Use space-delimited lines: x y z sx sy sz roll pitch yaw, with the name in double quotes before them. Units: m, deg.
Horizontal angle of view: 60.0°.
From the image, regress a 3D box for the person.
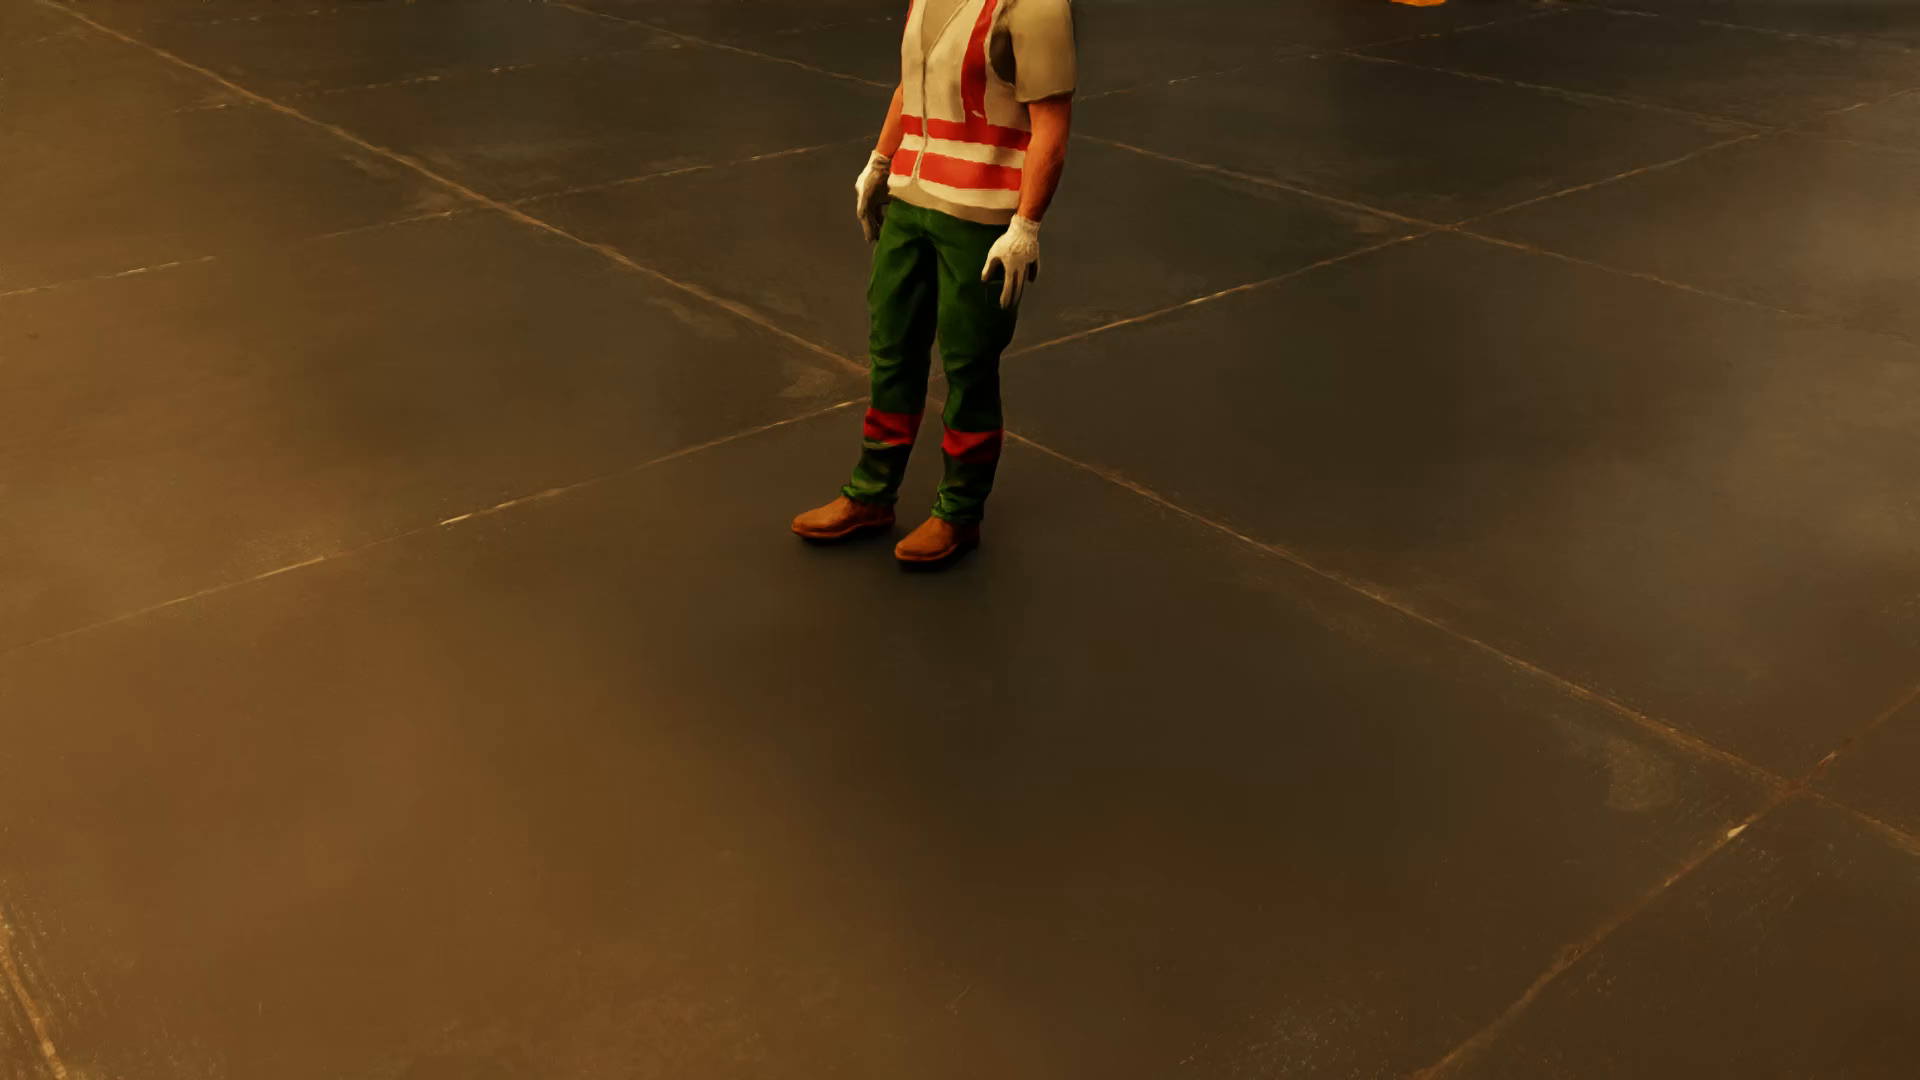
"person" -0.070 -0.788 4.061 0.559 1.787 0.637 -20 33 -35
